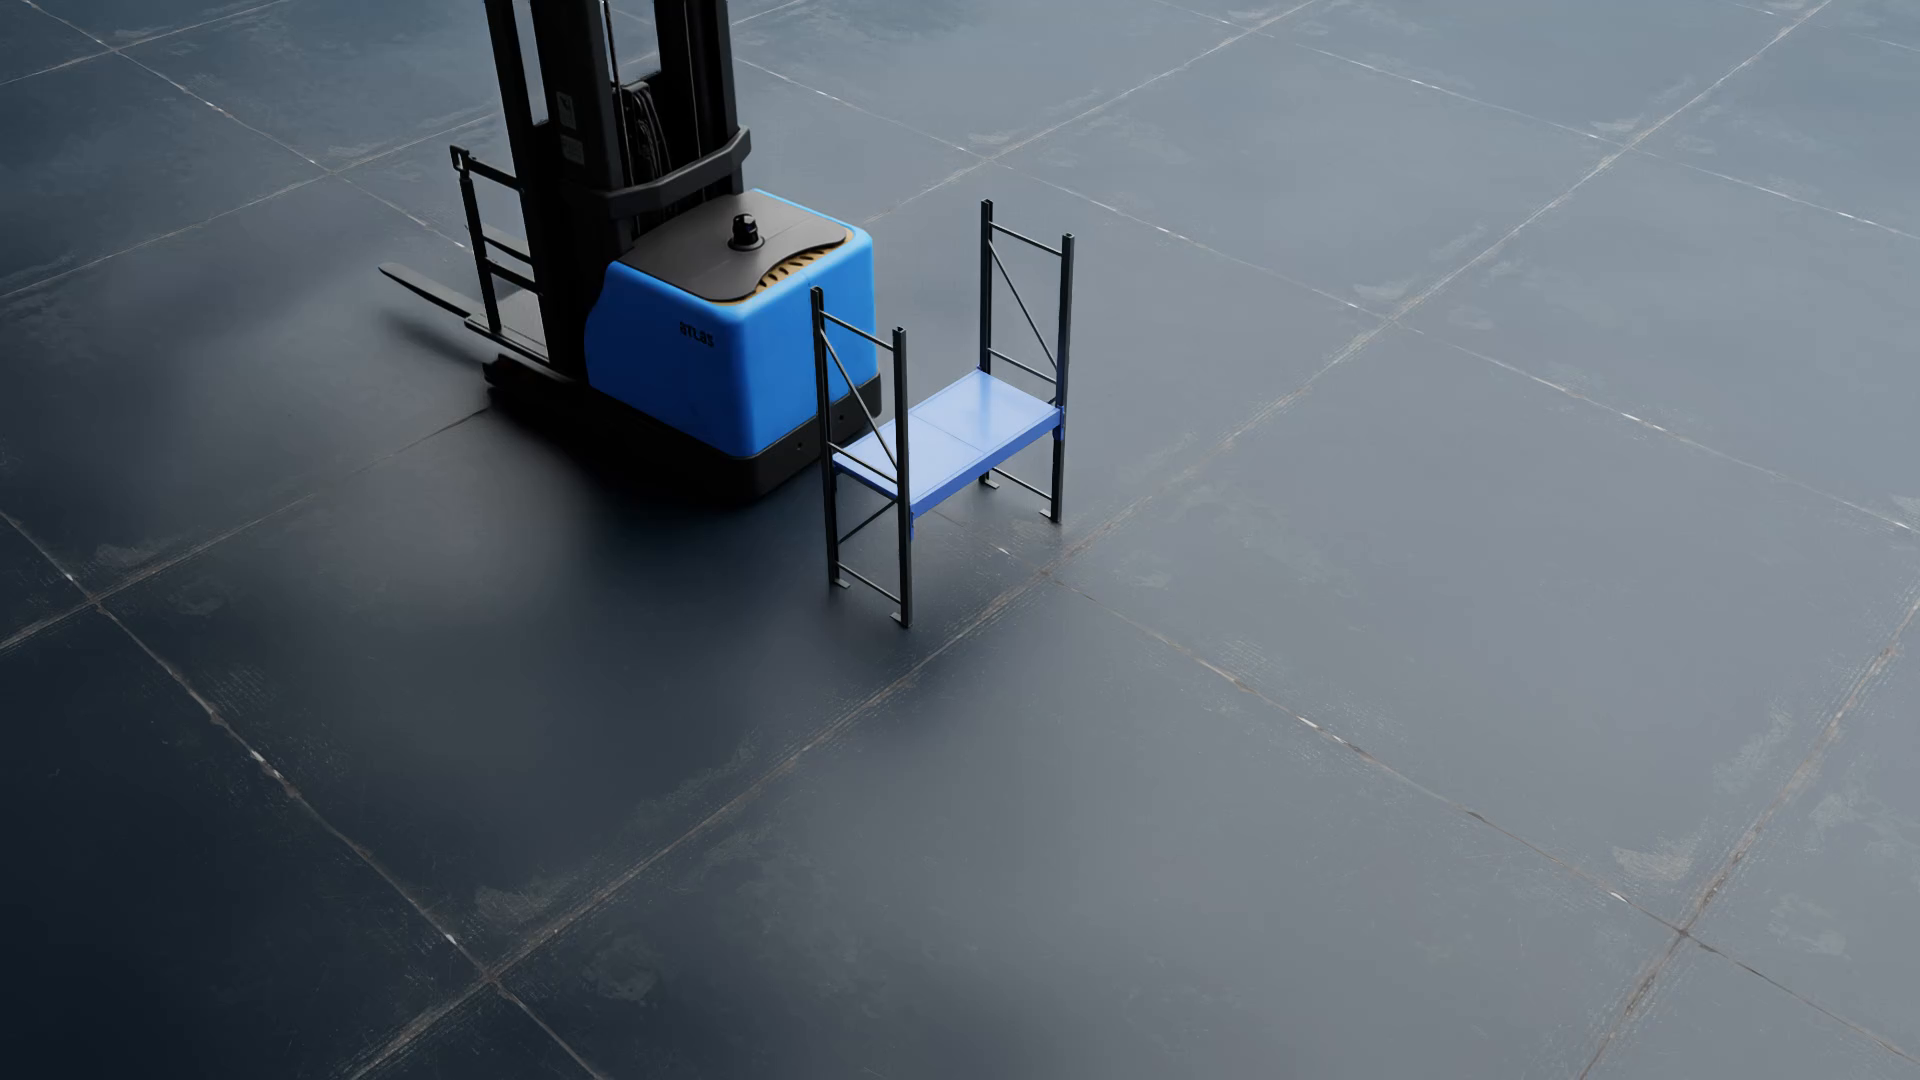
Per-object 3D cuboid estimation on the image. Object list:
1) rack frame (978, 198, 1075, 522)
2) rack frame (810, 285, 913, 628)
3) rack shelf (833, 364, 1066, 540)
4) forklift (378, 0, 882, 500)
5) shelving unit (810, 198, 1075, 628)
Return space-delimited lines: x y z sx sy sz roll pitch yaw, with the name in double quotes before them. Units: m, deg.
"rack frame" 0.285 -0.781 7.528 0.500 1.500 0.032 30 47 32
"rack frame" -0.400 -0.314 6.940 0.500 1.500 0.032 30 47 32
"rack shelf" -0.058 -0.407 7.346 0.538 0.185 1.000 30 47 32
"forklift" -1.869 -2.090 8.023 3.031 2.935 1.130 26 45 29
"shelving unit" -0.058 -0.548 7.234 0.538 1.500 1.048 30 47 32
